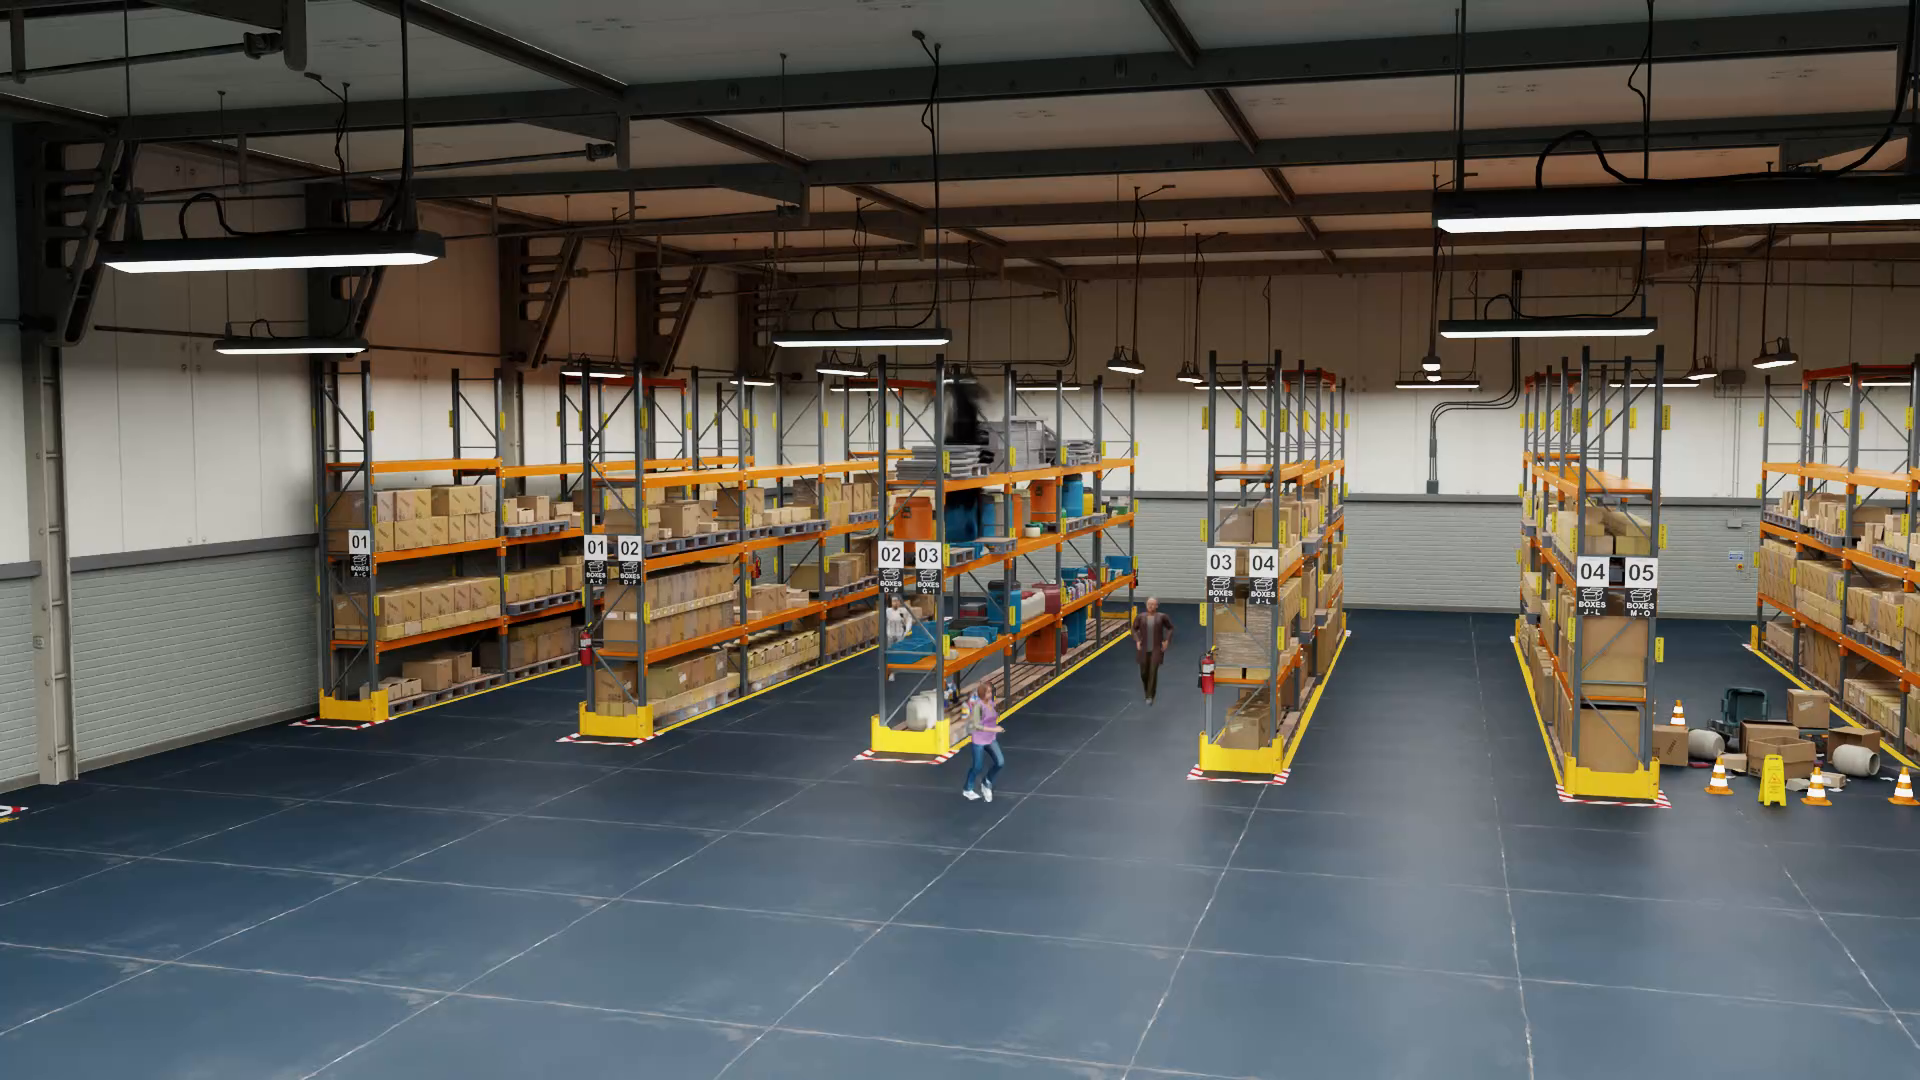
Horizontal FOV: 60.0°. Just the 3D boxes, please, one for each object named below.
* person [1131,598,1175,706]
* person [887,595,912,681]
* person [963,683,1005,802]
[{"bbox_3d":[3.215,1.853,27.834,0.738,1.780,0.704,1,4,16],"label":"person"},{"bbox_3d":[-1.251,1.873,32.376,0.643,1.675,0.732,0,4,1],"label":"person"},{"bbox_3d":[0.329,2.650,21.738,0.732,1.585,0.504,4,6,44],"label":"person"}]
